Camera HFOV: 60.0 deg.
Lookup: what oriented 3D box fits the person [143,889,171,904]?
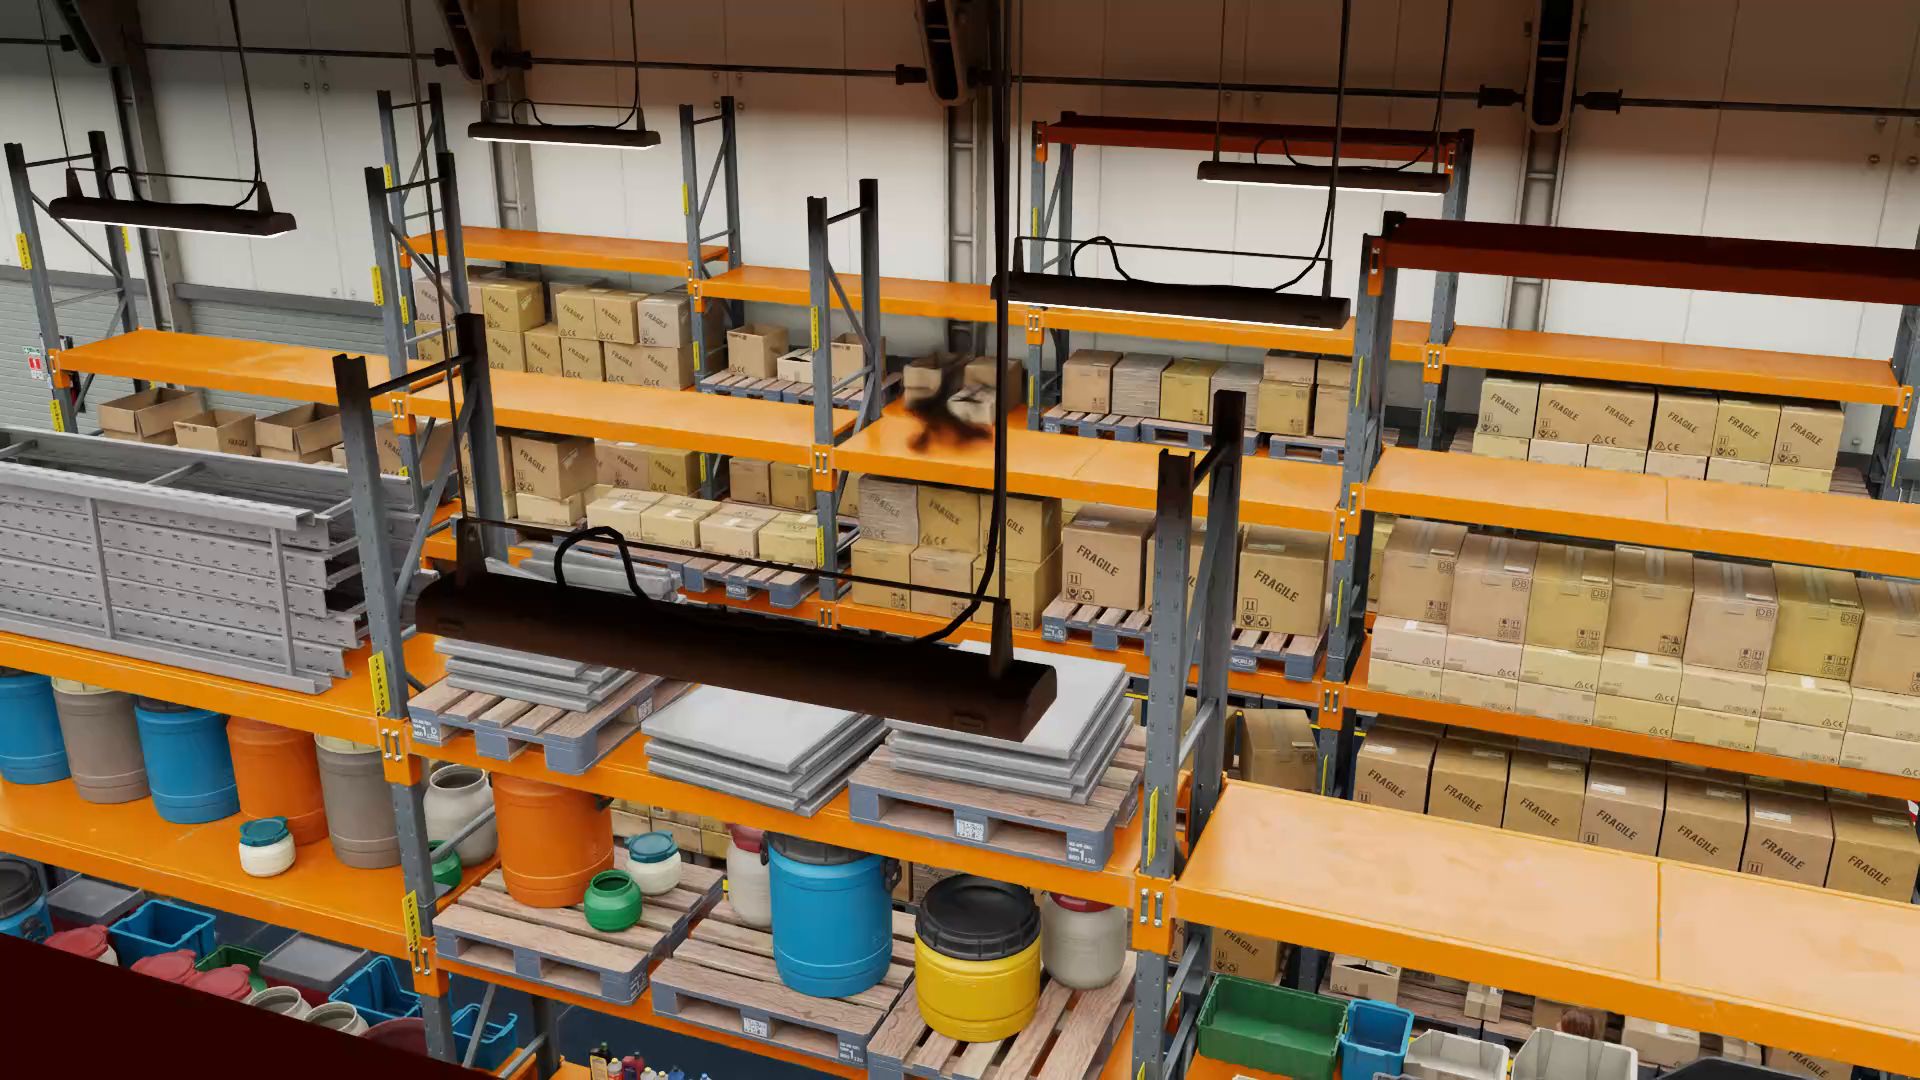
[{"bbox_3d":[-6.390,2.581,13.297,0.576,1.648,0.570,7,22,17],"label":"person"}]

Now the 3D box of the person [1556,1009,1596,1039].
[{"bbox_3d":[3.847,3.660,10.587,0.757,1.556,0.550,4,21,11],"label":"person"}]
